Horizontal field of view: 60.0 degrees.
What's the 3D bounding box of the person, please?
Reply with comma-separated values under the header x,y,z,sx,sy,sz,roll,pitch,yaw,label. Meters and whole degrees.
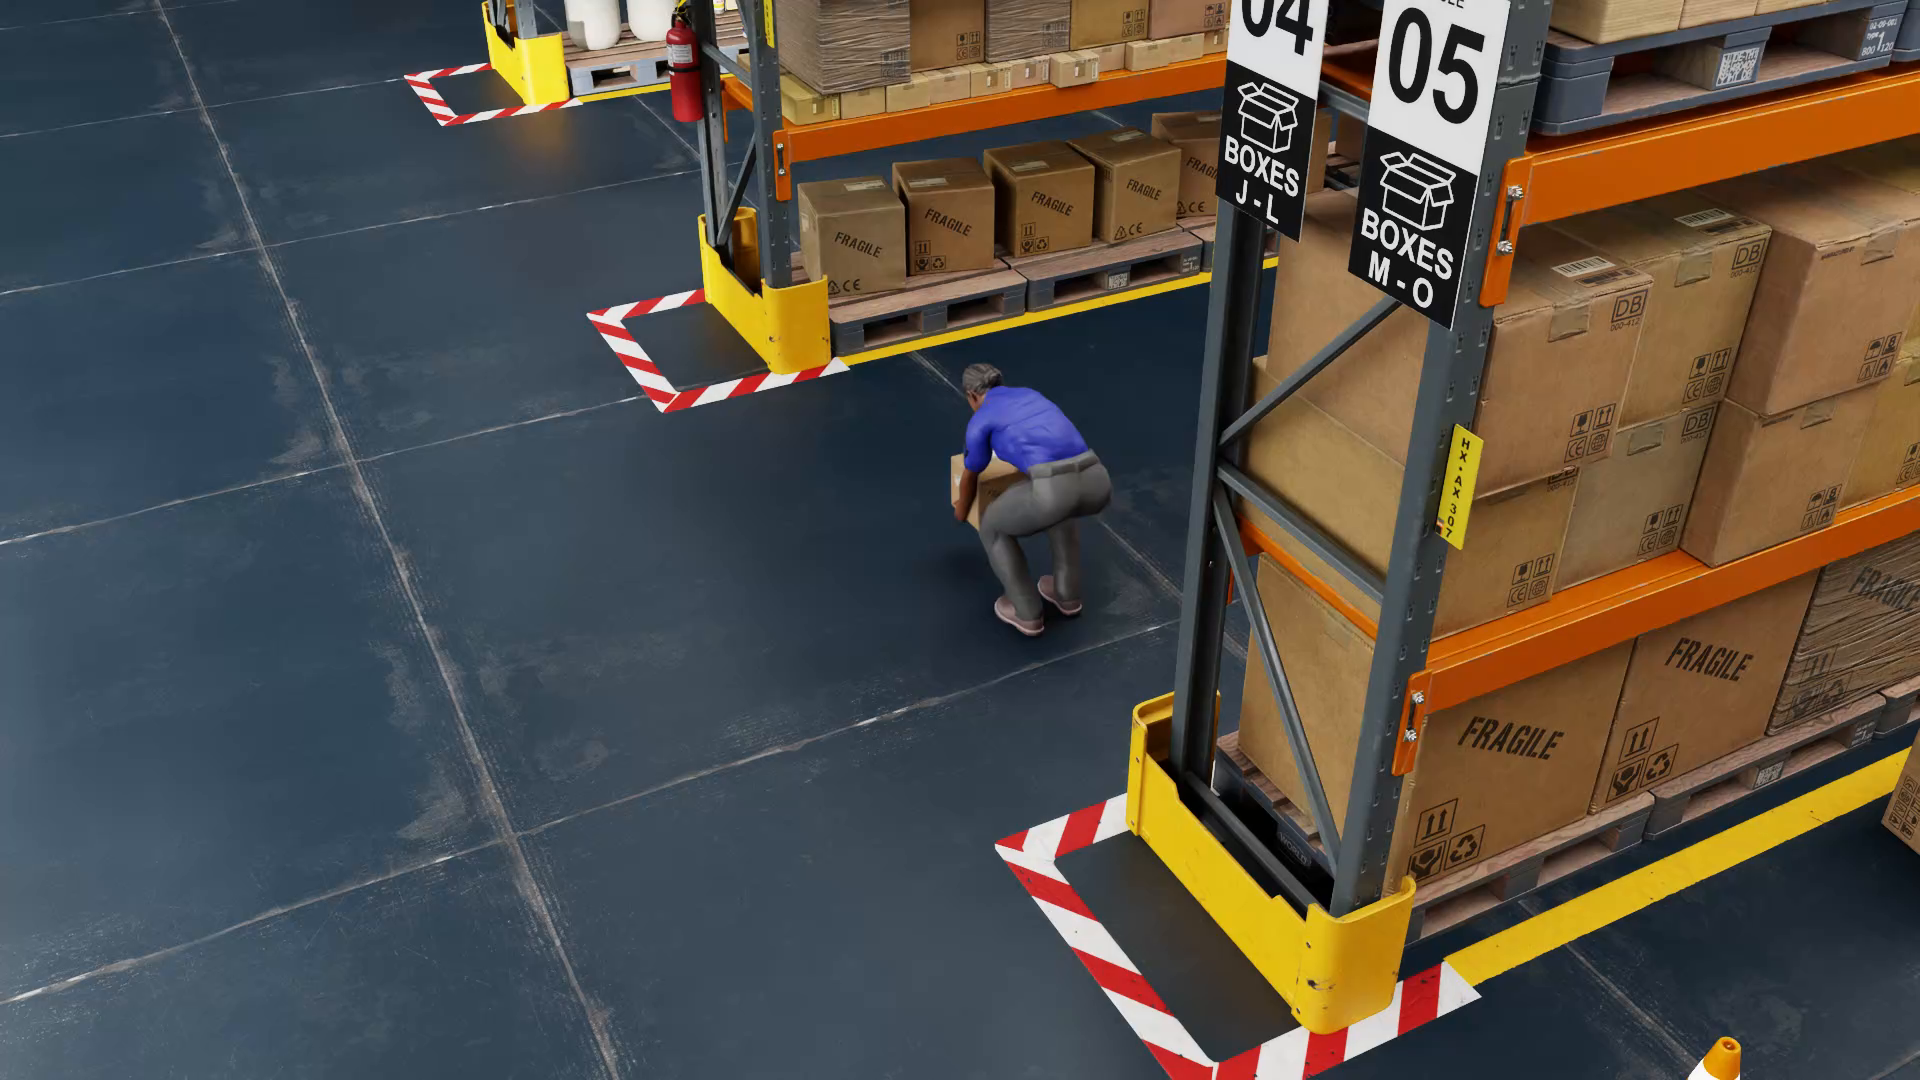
x,y,z,sx,sy,sz,roll,pitch,yaw,label
0.275,-0.174,7.017,0.457,0.996,0.860,-18,37,-25,person
